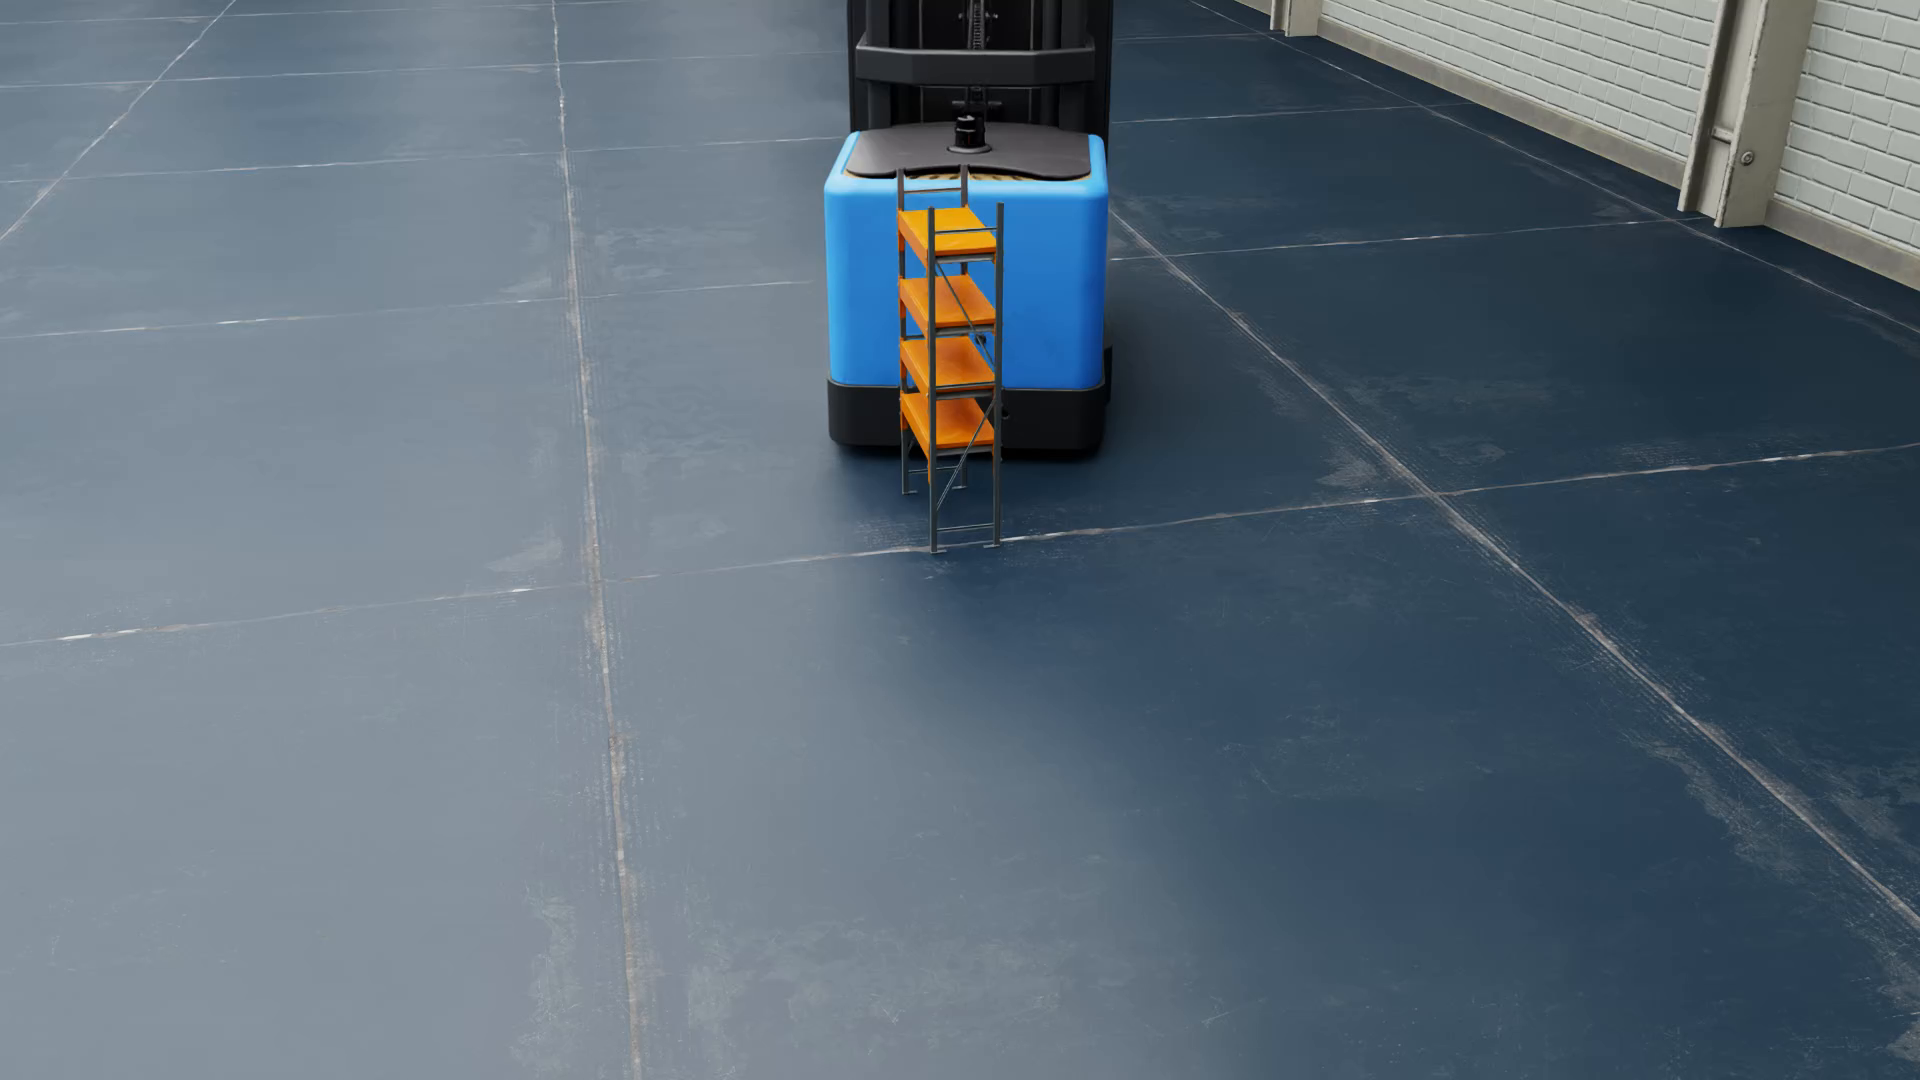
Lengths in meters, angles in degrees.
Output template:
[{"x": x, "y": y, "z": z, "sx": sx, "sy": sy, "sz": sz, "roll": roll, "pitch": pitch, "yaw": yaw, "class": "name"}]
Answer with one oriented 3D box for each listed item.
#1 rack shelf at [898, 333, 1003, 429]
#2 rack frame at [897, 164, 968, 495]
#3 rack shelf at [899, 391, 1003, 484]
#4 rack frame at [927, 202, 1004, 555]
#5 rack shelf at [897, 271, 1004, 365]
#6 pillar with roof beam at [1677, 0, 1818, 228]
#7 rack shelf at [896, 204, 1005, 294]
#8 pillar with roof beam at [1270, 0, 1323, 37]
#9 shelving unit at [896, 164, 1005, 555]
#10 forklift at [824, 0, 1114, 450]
[{"x": -0.037, "y": -0.548, "z": 5.654, "sx": 0.258, "sy": 0.148, "sz": 0.480, "roll": -6, "pitch": 27, "yaw": -12, "class": "rack shelf"}, {"x": -0.092, "y": -0.715, "z": 5.836, "sx": 0.240, "sy": 1.200, "sz": 0.015, "roll": -6, "pitch": 27, "yaw": -12, "class": "rack frame"}, {"x": -0.037, "y": -0.371, "z": 5.743, "sx": 0.258, "sy": 0.148, "sz": 0.480, "roll": -6, "pitch": 27, "yaw": -12, "class": "rack shelf"}, {"x": 0.018, "y": -0.501, "z": 5.411, "sx": 0.240, "sy": 1.200, "sz": 0.015, "roll": -6, "pitch": 27, "yaw": -12, "class": "rack frame"}, {"x": -0.037, "y": -0.748, "z": 5.553, "sx": 0.258, "sy": 0.148, "sz": 0.480, "roll": -6, "pitch": 27, "yaw": -12, "class": "rack shelf"}, {"x": 0.093, "y": -5.401, "z": 6.463, "sx": 9.100, "sy": 9.000, "sz": 0.400, "roll": -6, "pitch": 27, "yaw": -12, "class": "pillar with roof beam"}, {"x": -0.037, "y": -0.959, "z": 5.447, "sx": 0.258, "sy": 0.148, "sz": 0.480, "roll": -6, "pitch": 27, "yaw": -12, "class": "rack shelf"}, {"x": -1.259, "y": -8.035, "z": 11.681, "sx": 9.100, "sy": 9.000, "sz": 0.400, "roll": -6, "pitch": 27, "yaw": -12, "class": "pillar with roof beam"}, {"x": -0.037, "y": -0.608, "z": 5.624, "sx": 0.258, "sy": 1.200, "sz": 0.503, "roll": -6, "pitch": 27, "yaw": -12, "class": "shelving unit"}, {"x": 0.095, "y": -2.275, "z": 7.005, "sx": 1.130, "sy": 2.935, "sz": 3.031, "roll": 1, "pitch": 27, "yaw": 3, "class": "forklift"}]
